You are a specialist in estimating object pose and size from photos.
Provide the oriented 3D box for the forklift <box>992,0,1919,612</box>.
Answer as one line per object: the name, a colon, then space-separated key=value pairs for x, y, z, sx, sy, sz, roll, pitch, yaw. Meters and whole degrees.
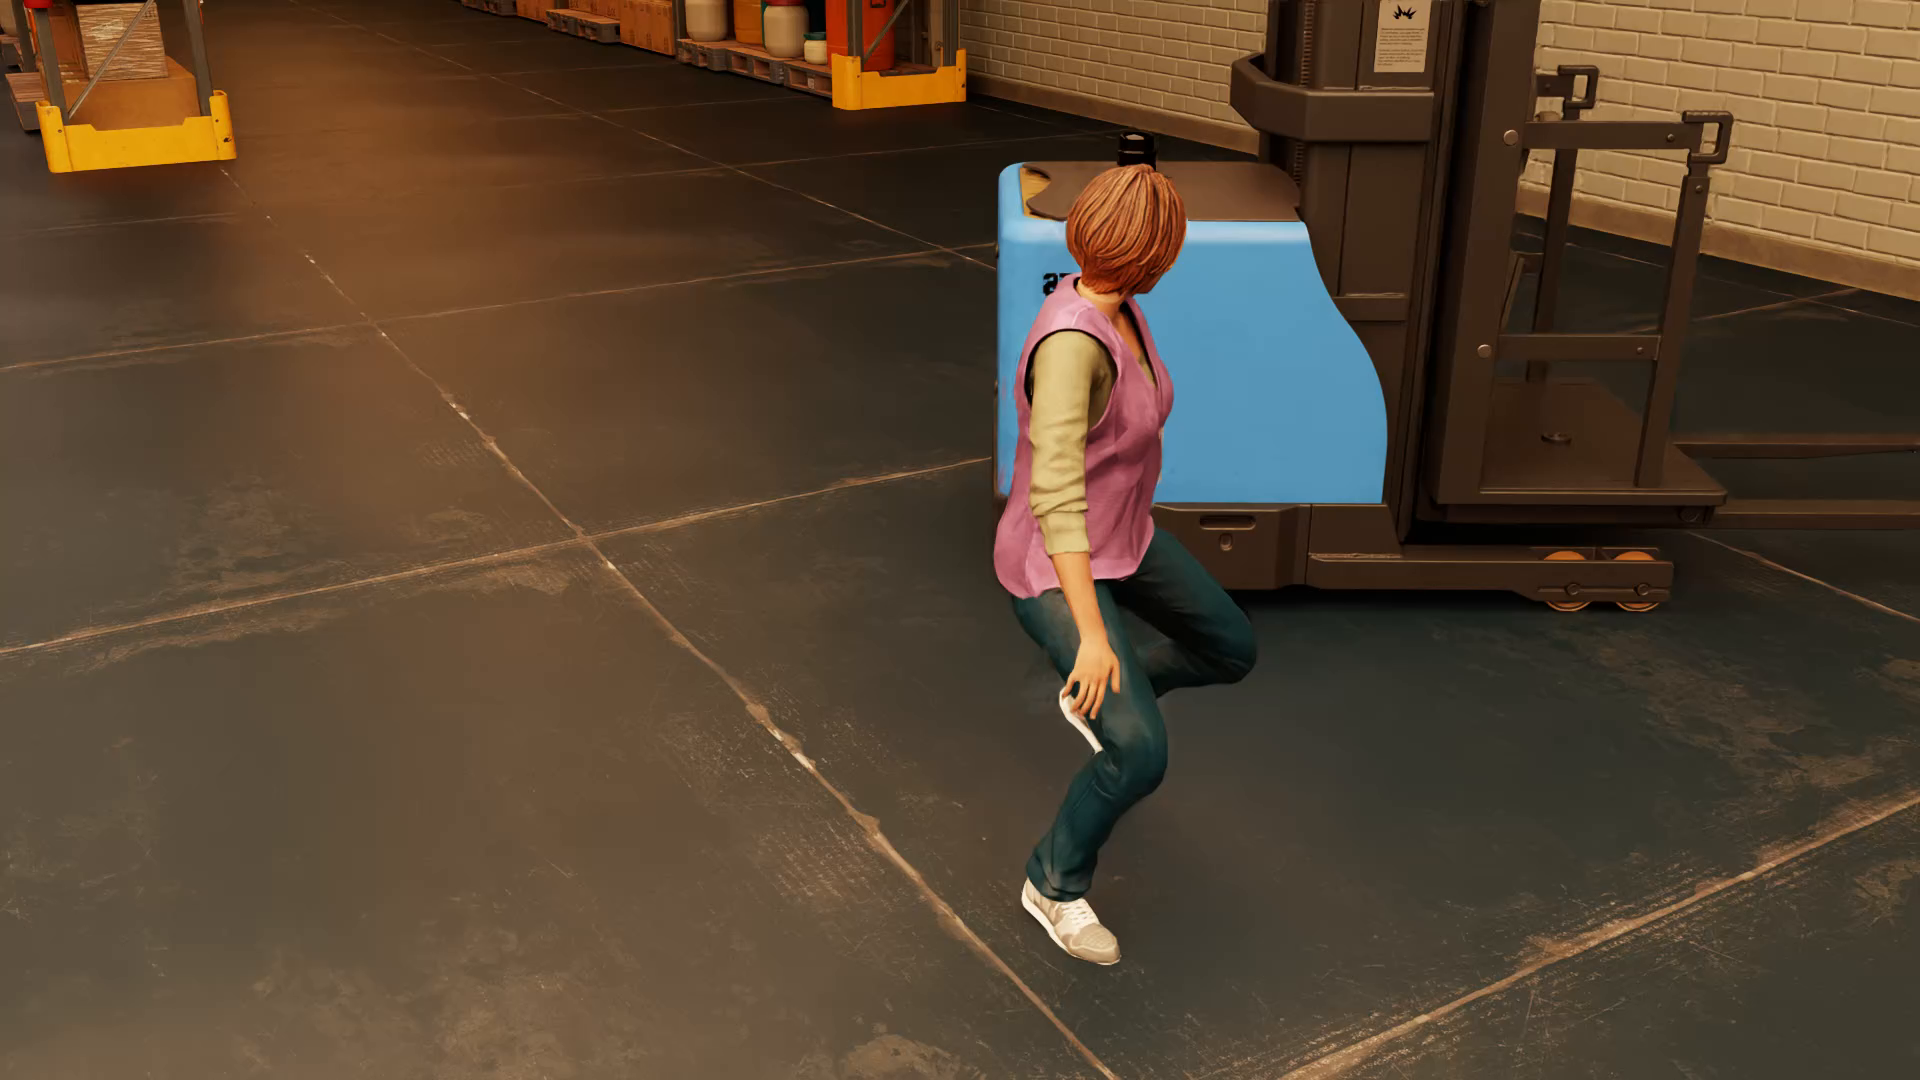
forklift: x=1.616 y=-1.359 z=4.585 sx=3.031 sy=2.935 sz=1.130 roll=0 pitch=22 yaw=1

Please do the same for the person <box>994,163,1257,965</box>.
person: x=0.283 y=0.038 z=3.150 sx=0.456 sy=1.485 sz=0.845 roll=12 pitch=25 yaw=26
